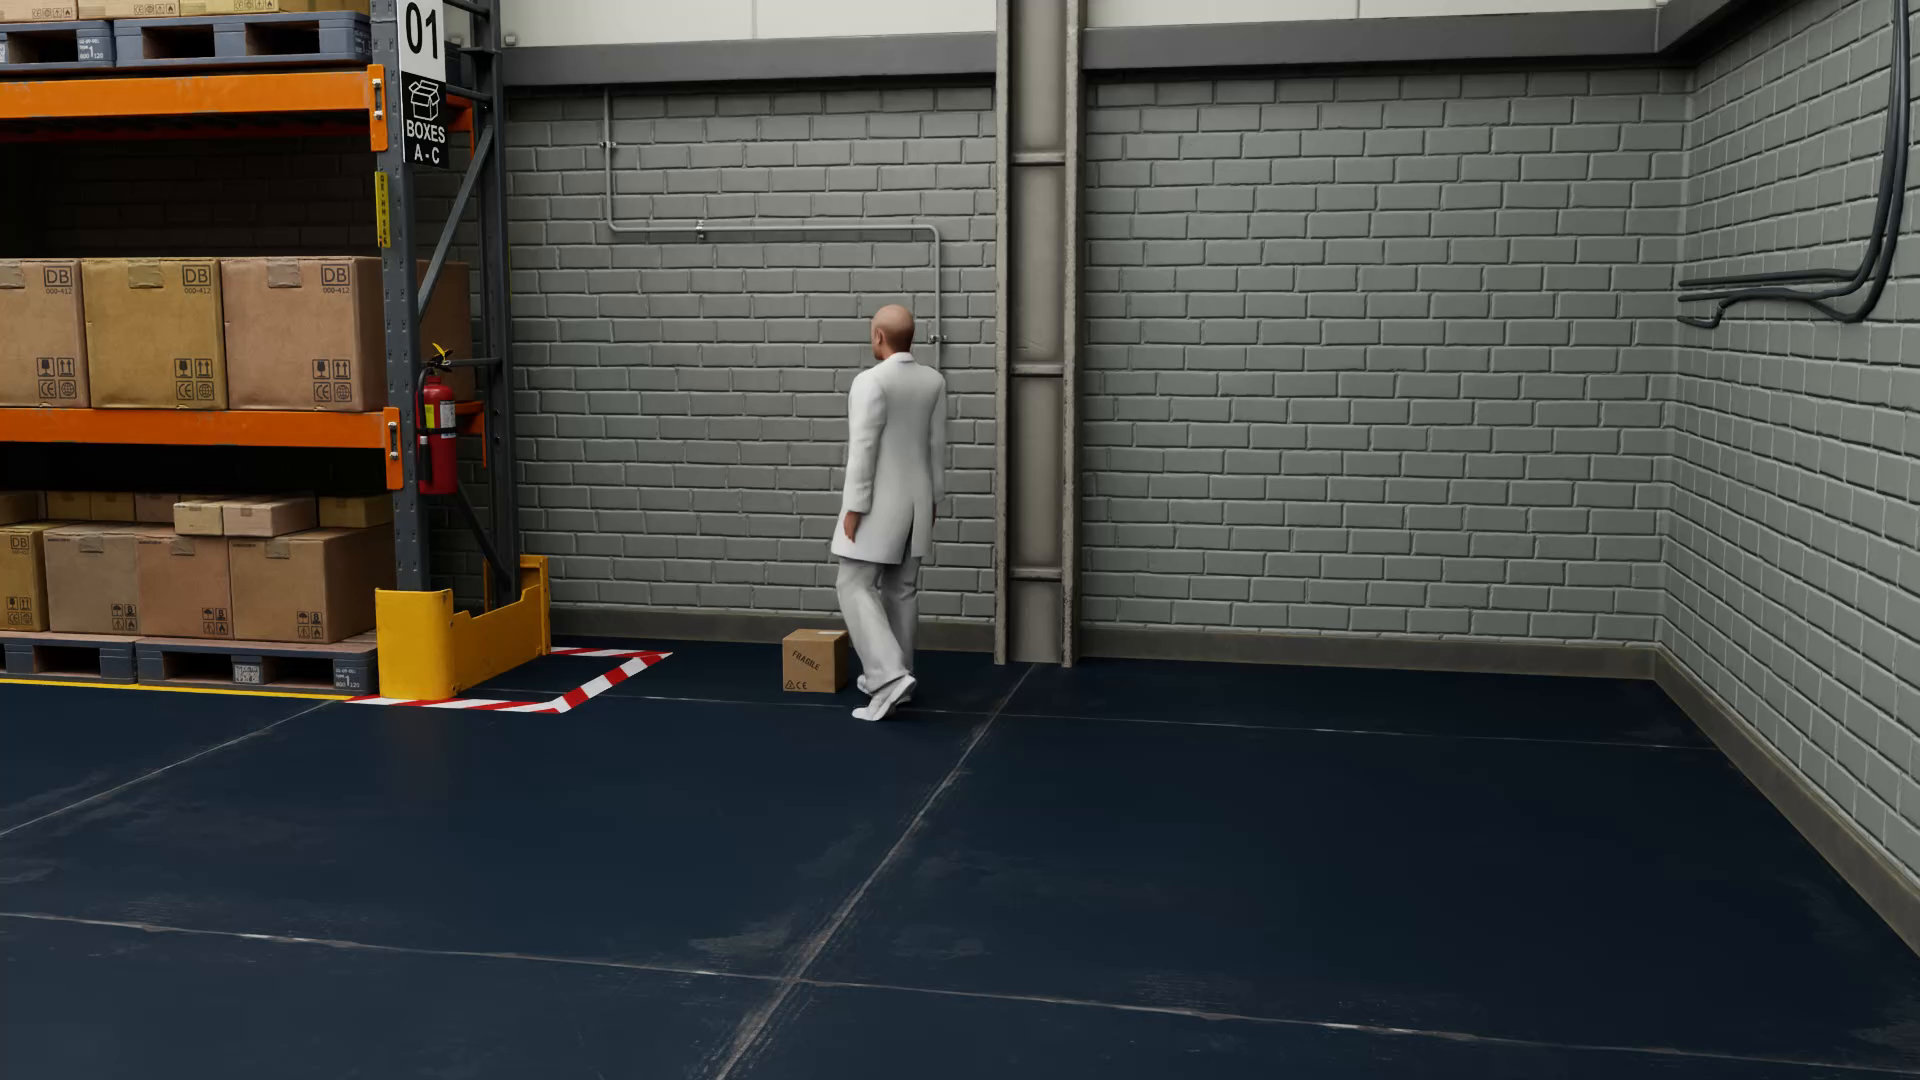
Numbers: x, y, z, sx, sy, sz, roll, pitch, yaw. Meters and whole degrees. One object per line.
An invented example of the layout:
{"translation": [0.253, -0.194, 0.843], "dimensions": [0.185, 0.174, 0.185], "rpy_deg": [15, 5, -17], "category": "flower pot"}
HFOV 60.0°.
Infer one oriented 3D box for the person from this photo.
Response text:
{"translation": [-0.300, -0.123, 7.377], "dimensions": [0.612, 1.825, 0.618], "rpy_deg": [8, 11, 44], "category": "person"}
